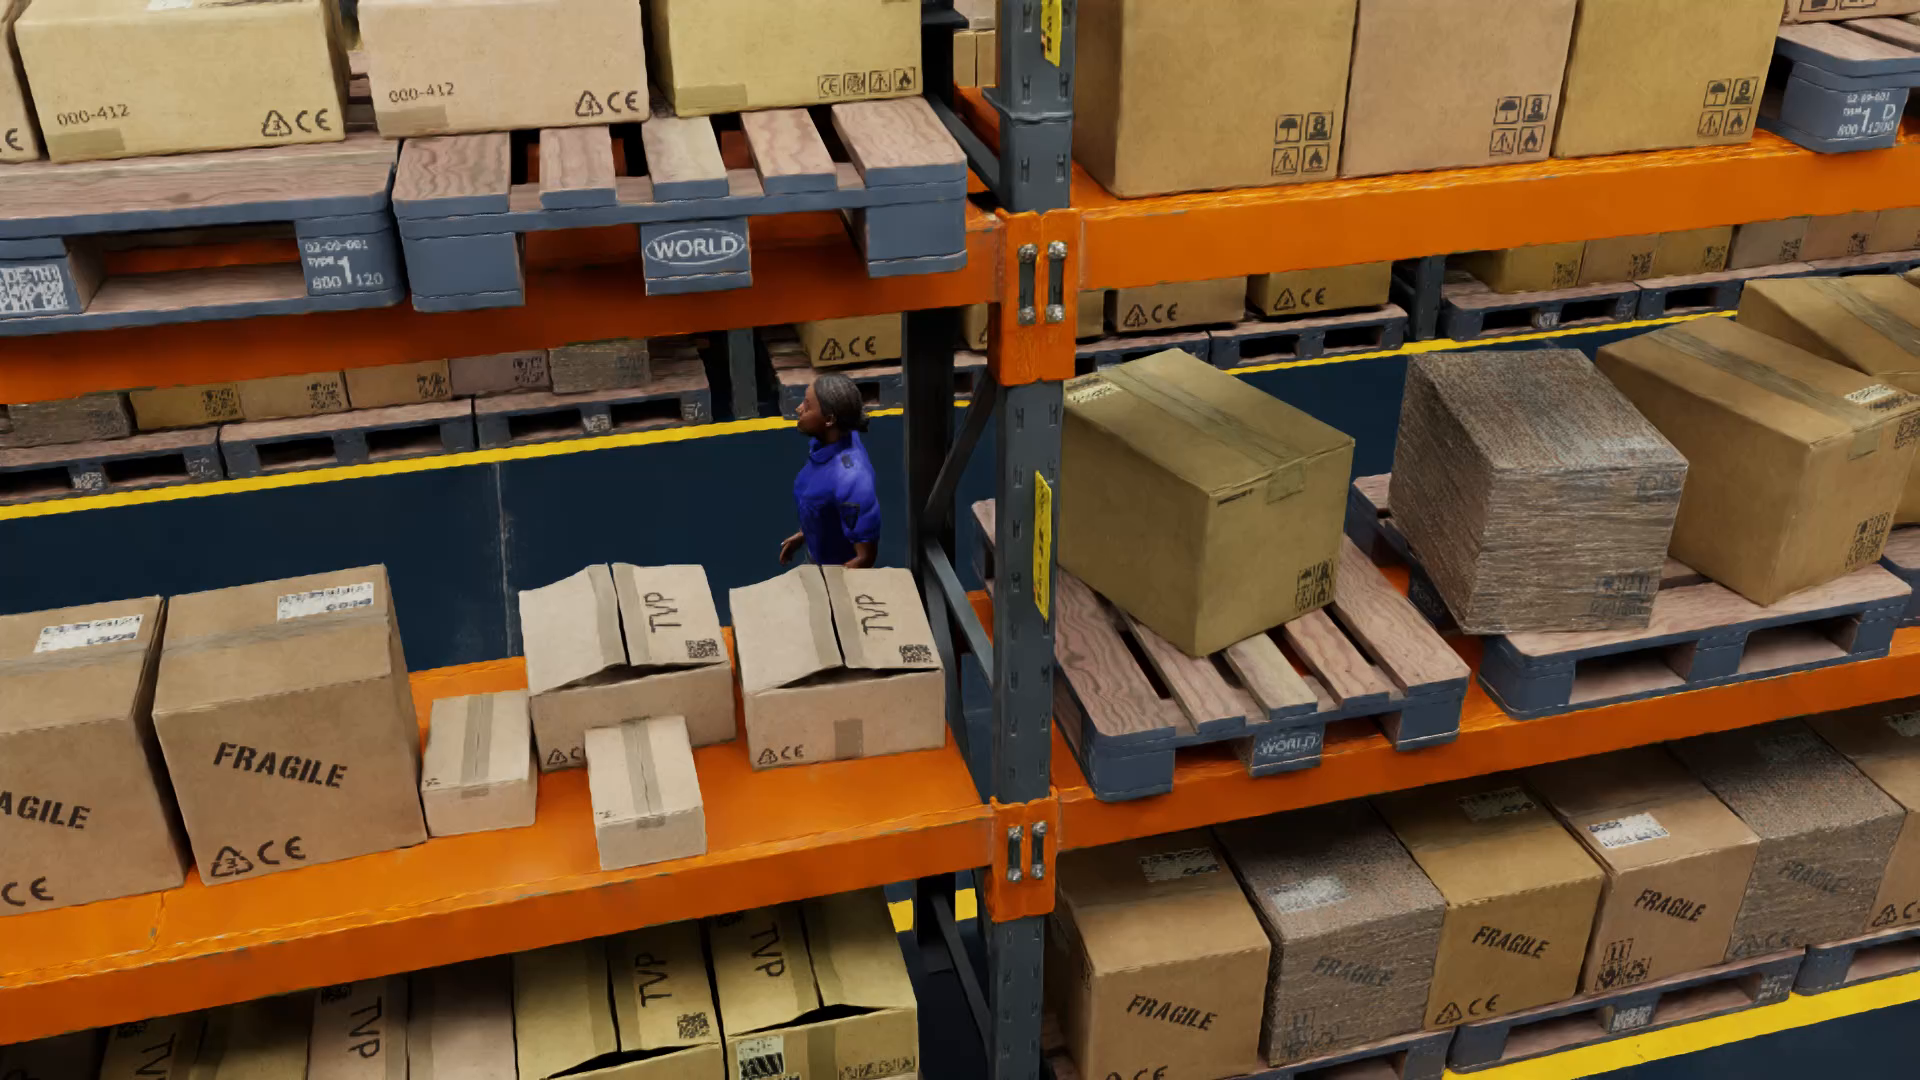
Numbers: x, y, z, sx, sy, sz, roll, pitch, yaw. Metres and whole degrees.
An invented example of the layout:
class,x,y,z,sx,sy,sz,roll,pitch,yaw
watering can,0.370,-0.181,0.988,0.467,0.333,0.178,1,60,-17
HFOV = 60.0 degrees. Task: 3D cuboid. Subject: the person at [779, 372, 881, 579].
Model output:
class,x,y,z,sx,sy,sz,roll,pitch,yaw
person,-0.482,0.183,5.868,0.474,1.626,0.624,-11,32,-18
